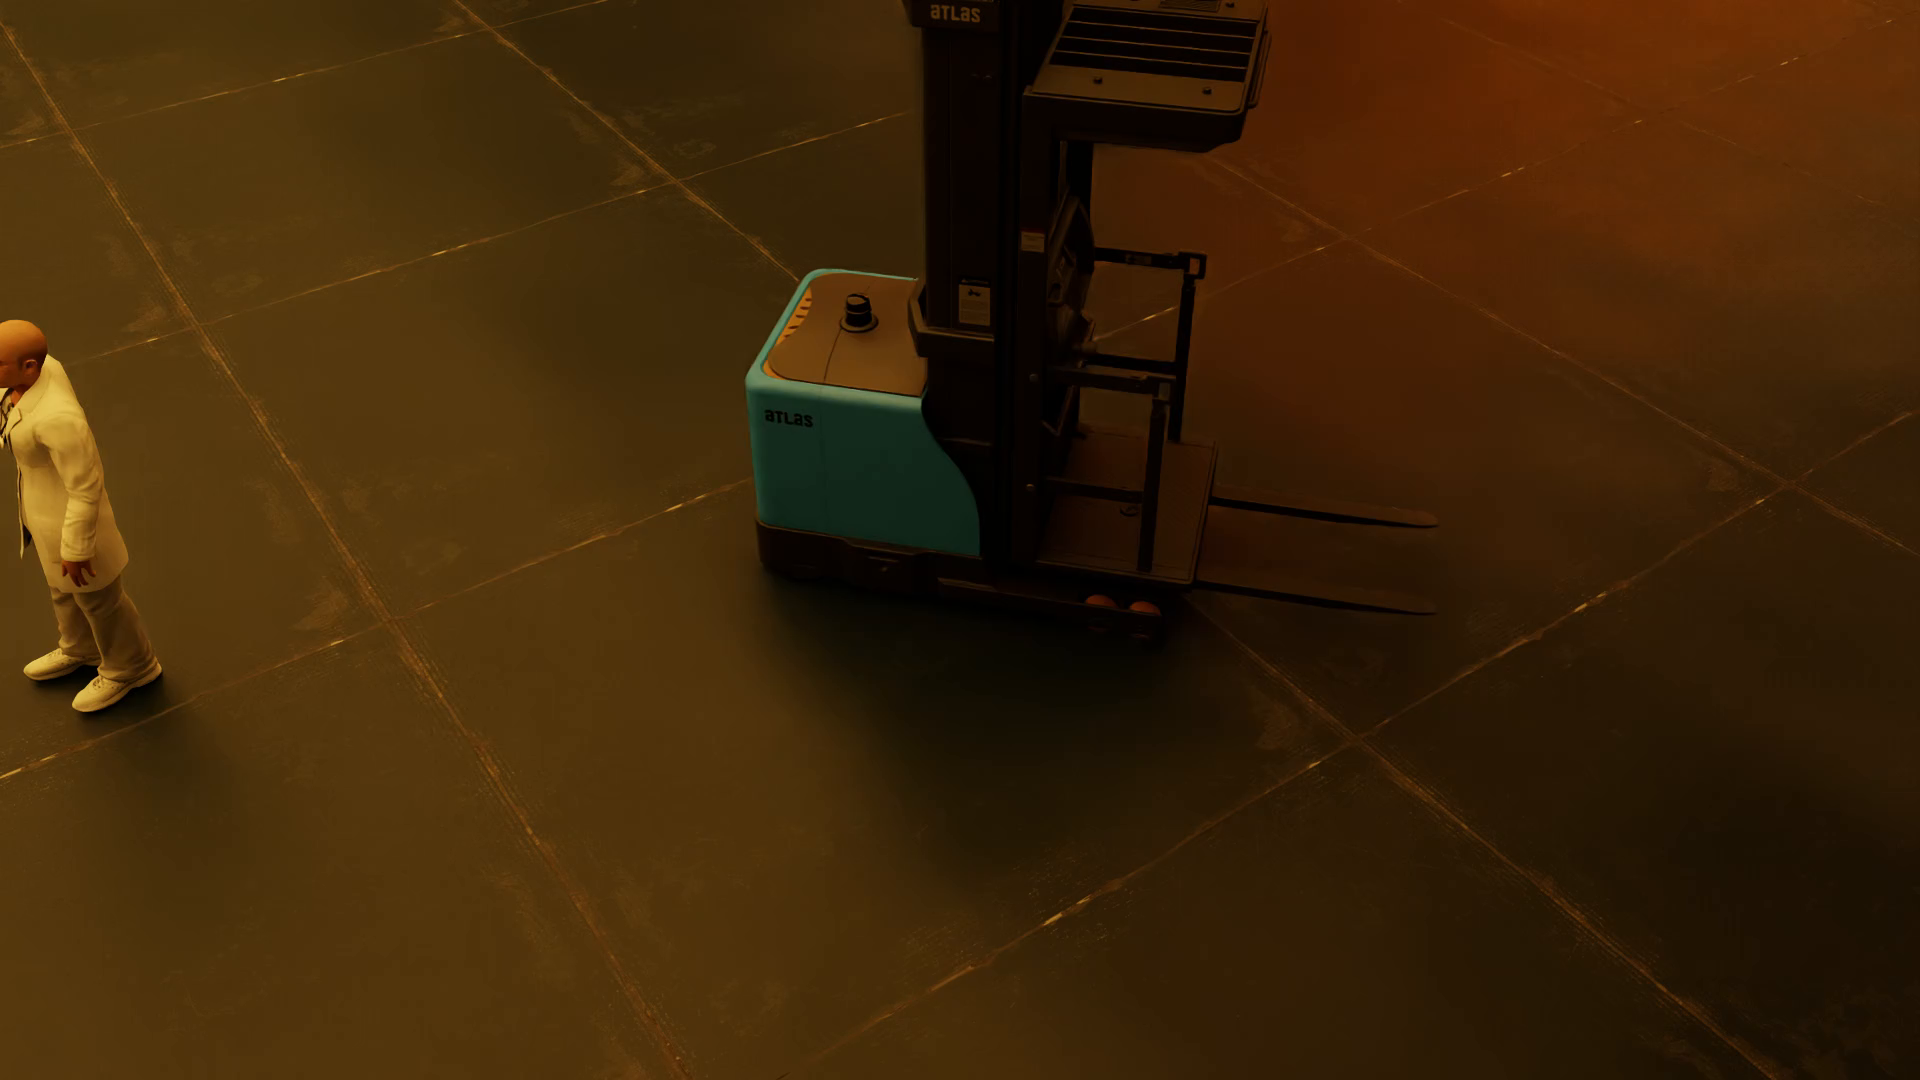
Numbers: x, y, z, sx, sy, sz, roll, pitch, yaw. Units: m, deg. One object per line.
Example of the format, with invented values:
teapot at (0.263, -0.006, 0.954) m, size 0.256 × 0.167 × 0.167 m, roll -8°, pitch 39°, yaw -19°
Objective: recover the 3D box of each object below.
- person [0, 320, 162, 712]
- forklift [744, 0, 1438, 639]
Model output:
person at (-3.594, -0.056, 6.519) m, size 0.580 × 1.777 × 0.698 m, roll -25°, pitch 46°, yaw -28°
forklift at (0.643, -1.069, 6.853) m, size 3.031 × 2.935 × 1.130 m, roll 8°, pitch 40°, yaw 10°
